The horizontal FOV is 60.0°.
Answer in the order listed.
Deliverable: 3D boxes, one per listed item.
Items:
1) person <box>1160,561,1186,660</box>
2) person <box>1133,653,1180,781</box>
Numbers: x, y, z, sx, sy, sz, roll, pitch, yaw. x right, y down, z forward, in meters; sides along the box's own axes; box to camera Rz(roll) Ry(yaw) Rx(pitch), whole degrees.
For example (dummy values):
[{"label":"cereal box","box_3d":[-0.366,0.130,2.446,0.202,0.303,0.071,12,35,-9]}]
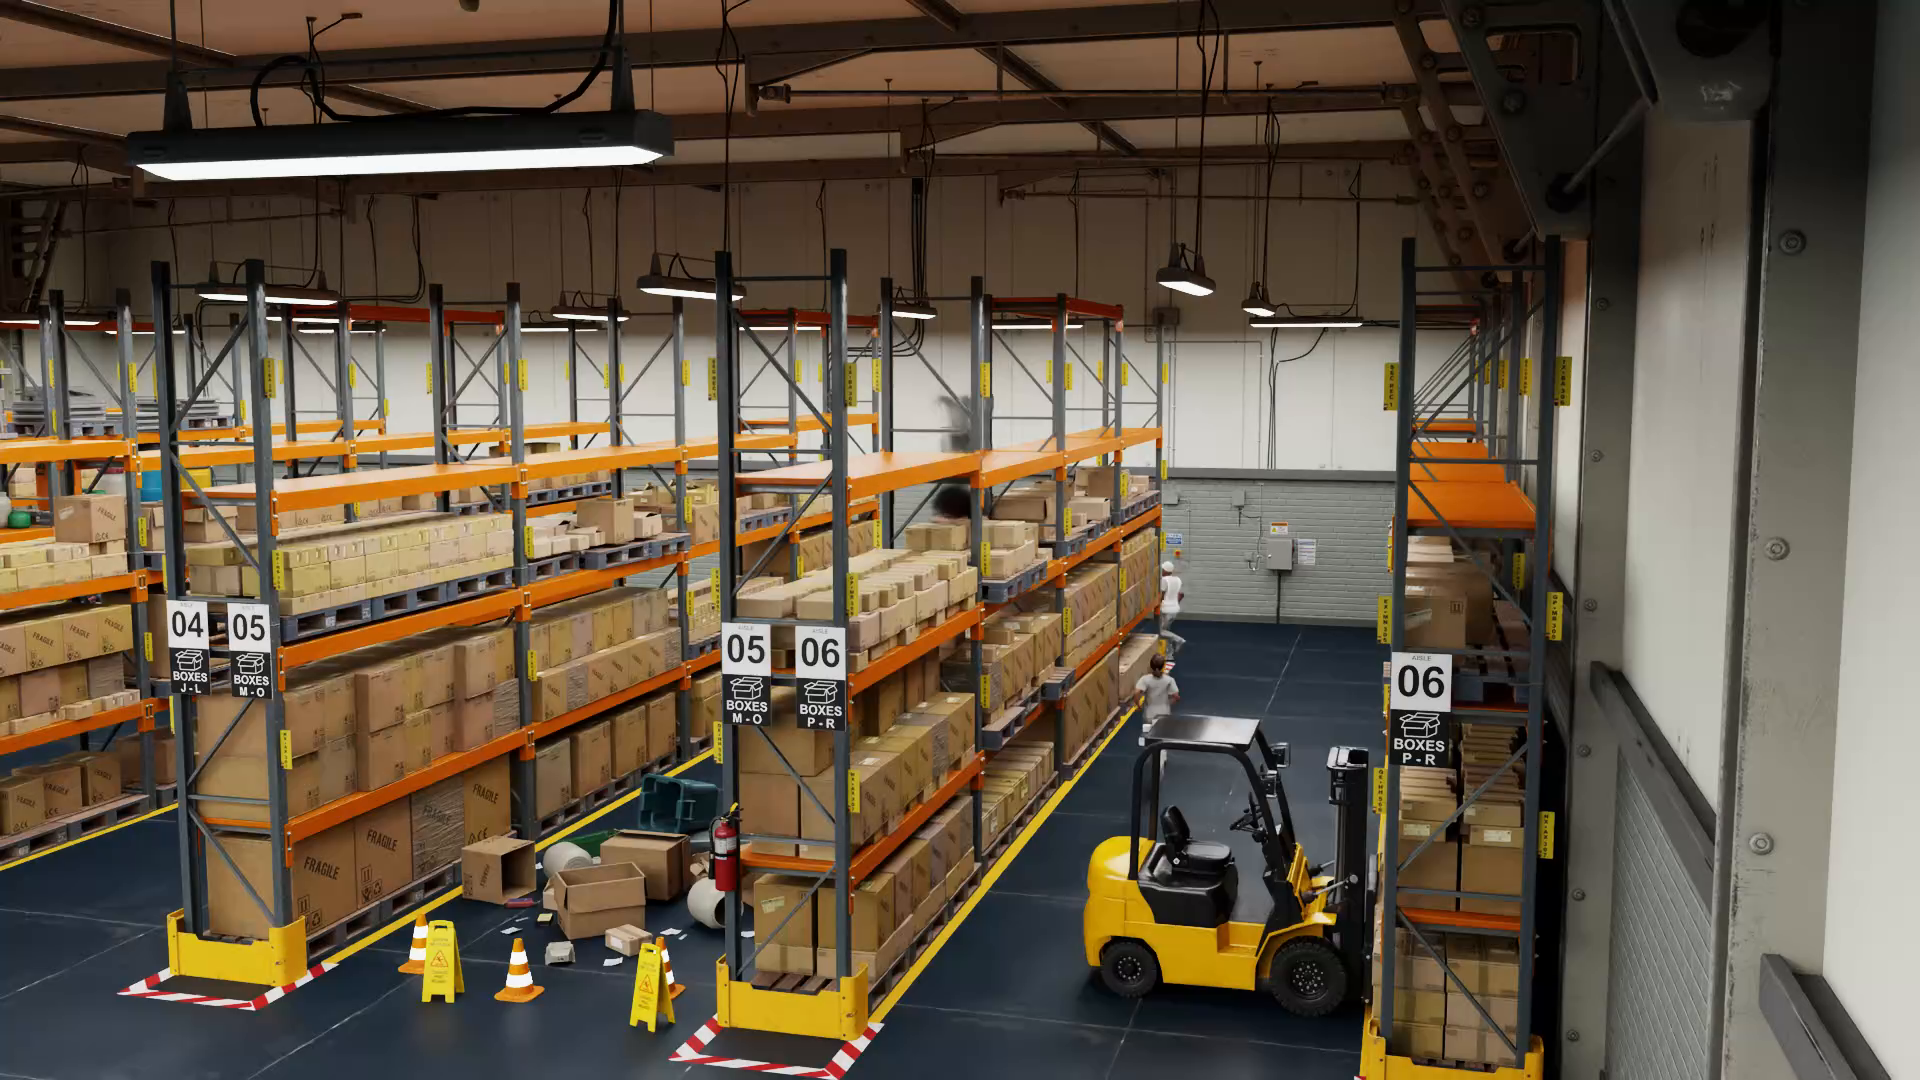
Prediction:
[{"label":"person","box_3d":[3.664,1.253,28.899,0.669,1.758,0.697,6,8,44]},{"label":"person","box_3d":[2.401,2.221,20.346,0.575,1.668,0.796,1,6,7]}]
